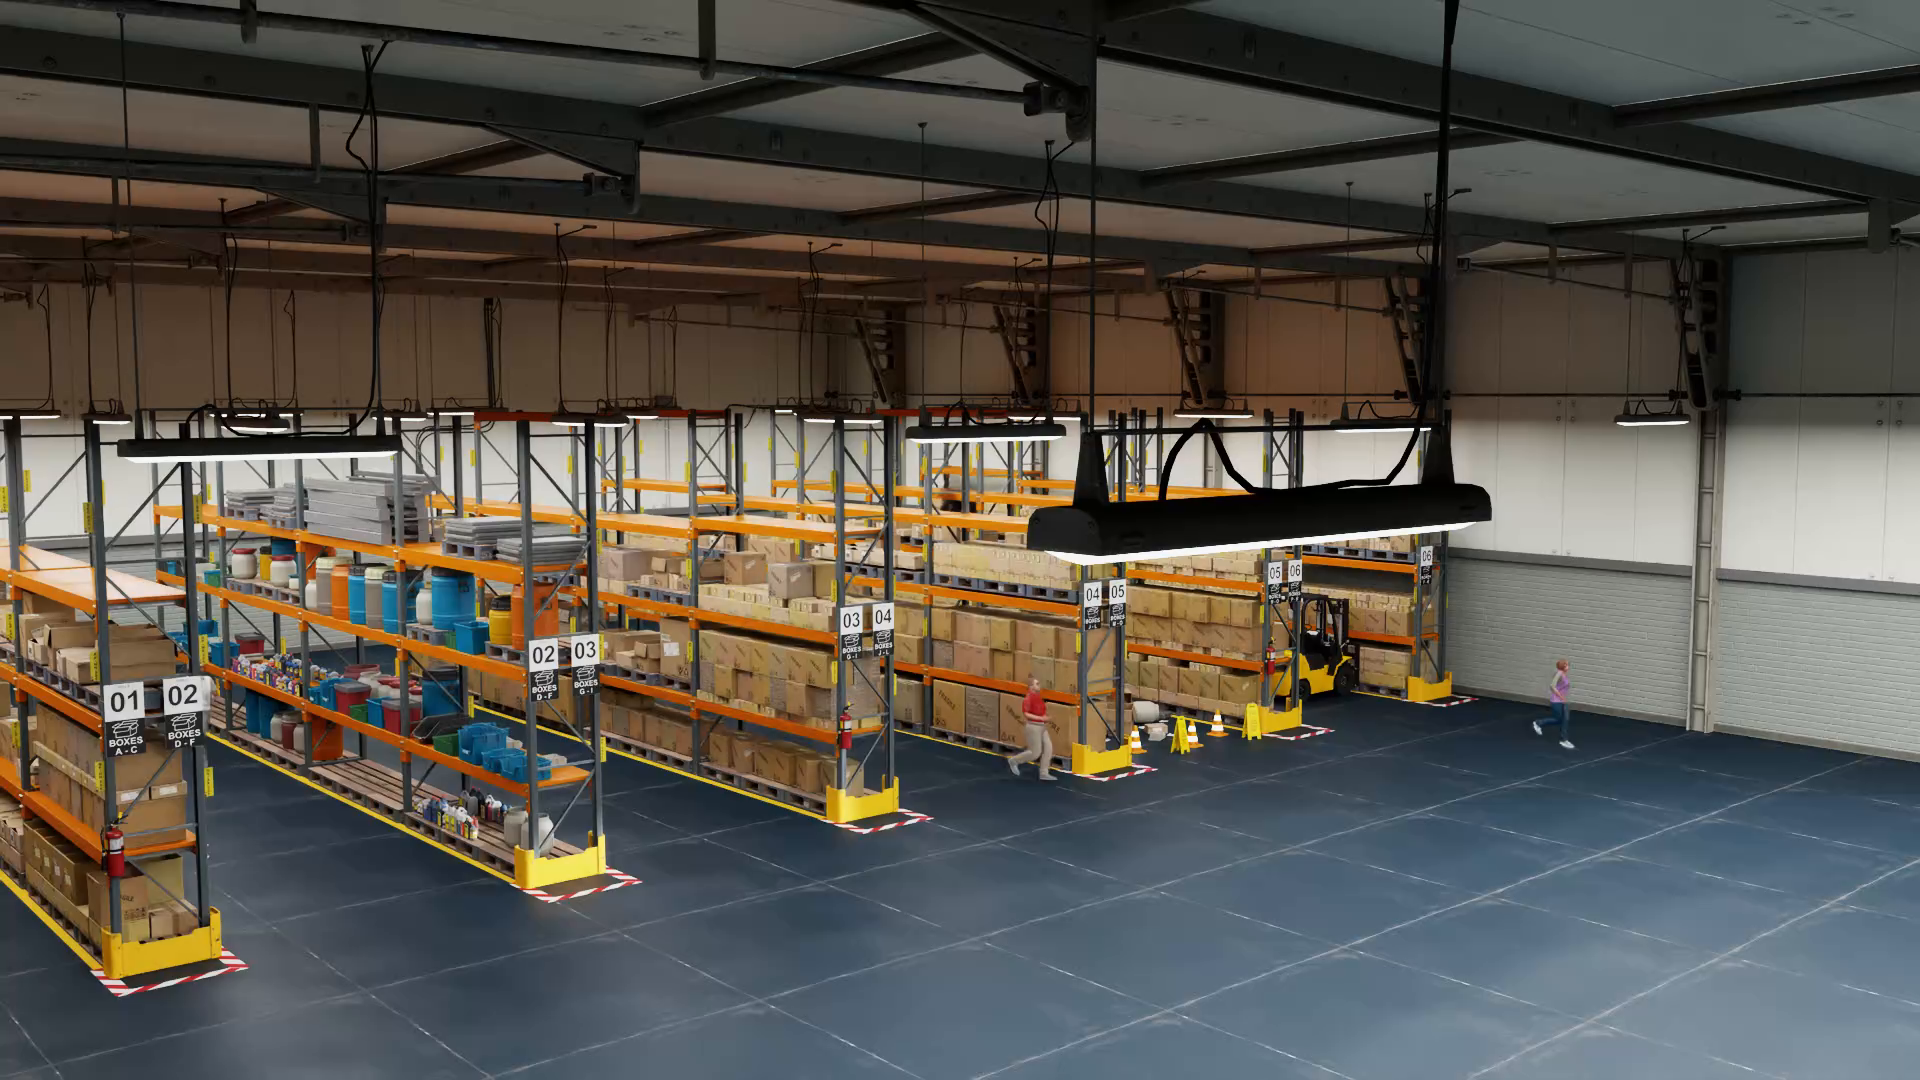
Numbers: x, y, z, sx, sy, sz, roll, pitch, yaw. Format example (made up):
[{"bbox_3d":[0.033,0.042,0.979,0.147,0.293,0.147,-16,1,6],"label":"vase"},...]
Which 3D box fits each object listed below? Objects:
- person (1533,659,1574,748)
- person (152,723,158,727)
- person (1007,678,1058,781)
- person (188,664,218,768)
[{"bbox_3d":[10.764,2.925,30.042,0.753,1.583,0.566,4,6,36],"label":"person"},{"bbox_3d":[-13.837,2.994,28.072,0.819,1.834,0.644,4,7,41],"label":"person"},{"bbox_3d":[1.206,3.101,27.242,0.817,1.680,0.683,2,5,20],"label":"person"},{"bbox_3d":[-13.010,2.953,28.404,0.906,1.805,0.691,4,7,42],"label":"person"}]
